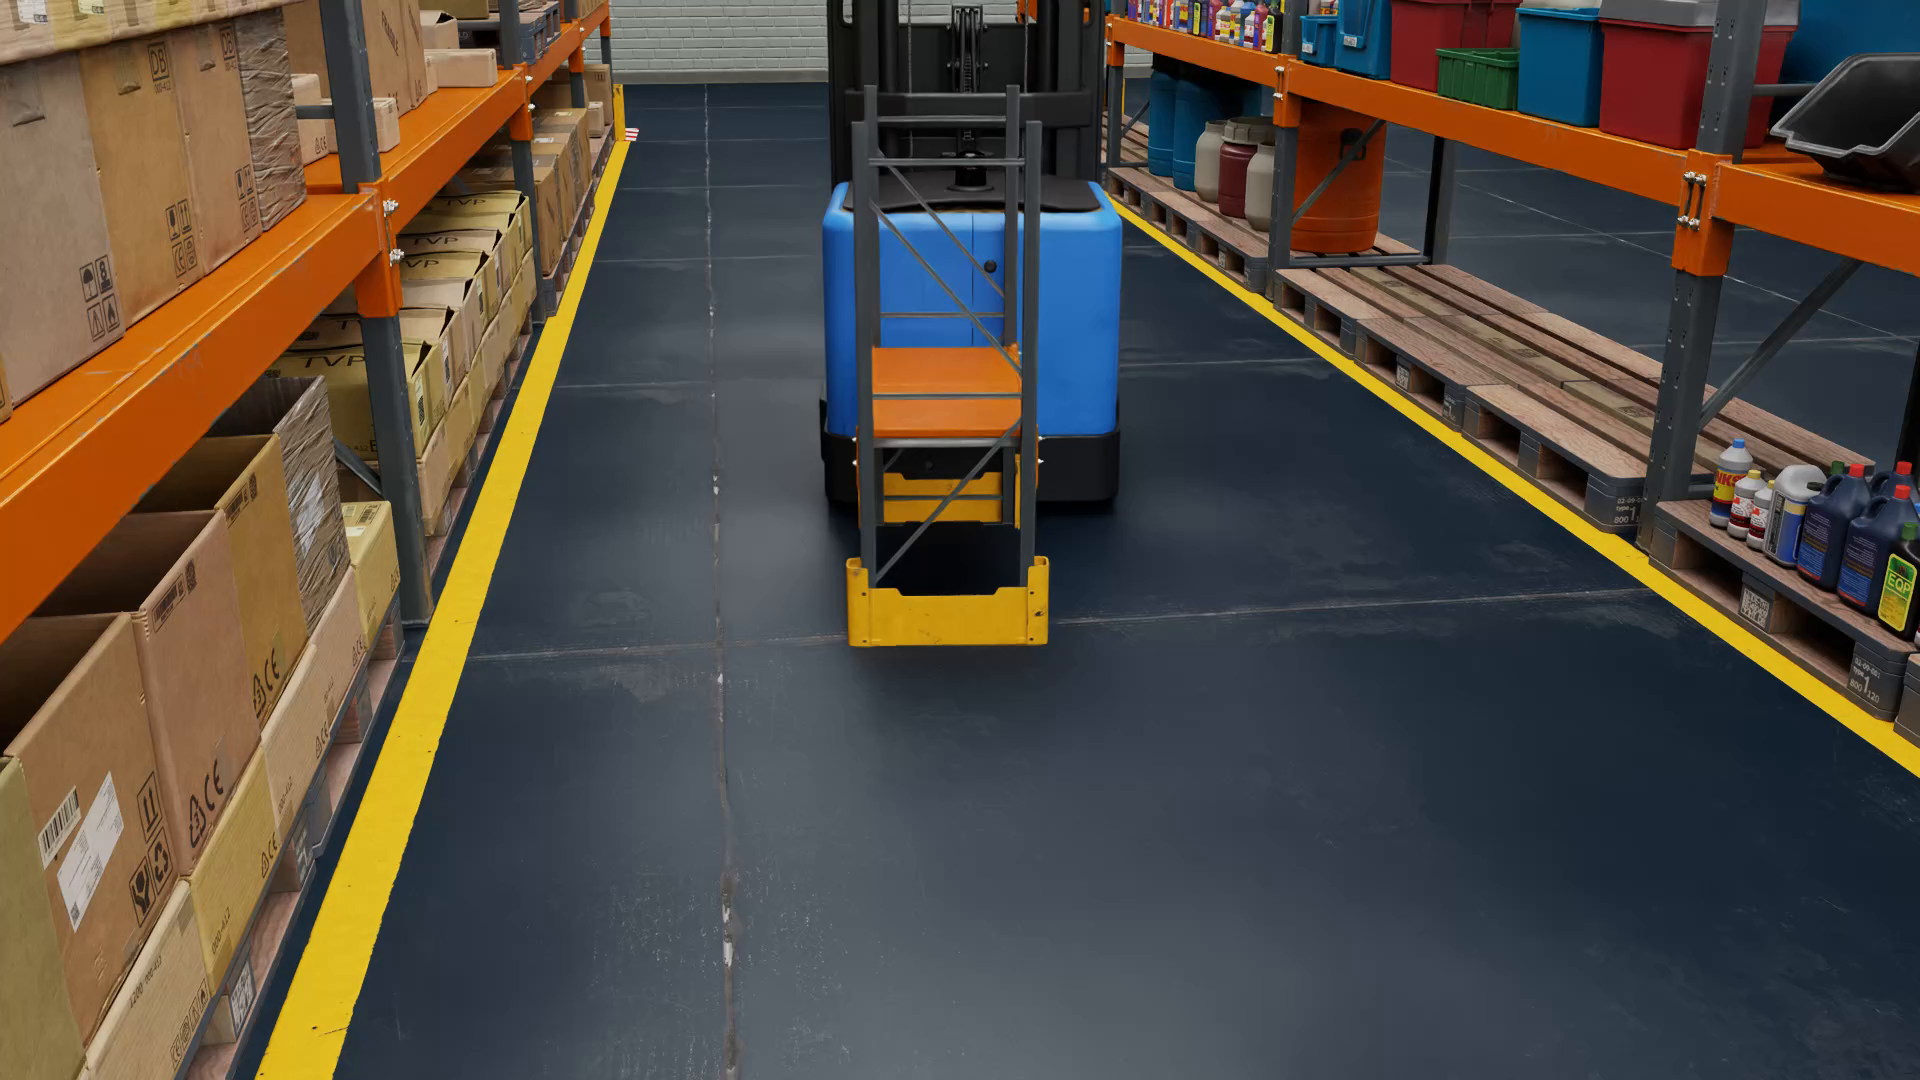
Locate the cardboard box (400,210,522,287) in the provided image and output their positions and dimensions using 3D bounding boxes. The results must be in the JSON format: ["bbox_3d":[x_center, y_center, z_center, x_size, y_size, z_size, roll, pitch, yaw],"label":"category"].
[{"bbox_3d":[-2.281,-1.346,7.561,0.500,0.311,0.500,-3,21,-9],"label":"cardboard box"}]

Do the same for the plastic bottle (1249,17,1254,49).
[{"bbox_3d":[1.708,-2.918,9.525,0.097,0.201,0.097,0,20,0],"label":"plastic bottle"}]

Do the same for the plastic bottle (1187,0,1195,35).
[{"bbox_3d":[1.548,-3.430,10.684,0.144,0.351,0.185,-3,21,-8],"label":"plastic bottle"}]

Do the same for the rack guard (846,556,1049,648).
[{"bbox_3d":[-0.036,0.181,4.874,0.587,0.250,0.087,0,20,-1],"label":"rack guard"}]

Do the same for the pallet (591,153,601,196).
[{"bbox_3d":[-3.356,-2.839,13.017,1.003,0.211,1.213,-3,21,-8],"label":"pallet"}]

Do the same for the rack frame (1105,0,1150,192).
[{"bbox_3d":[1.644,-4.157,12.558,1.000,3.000,0.127,-3,21,-8],"label":"rack frame"}]

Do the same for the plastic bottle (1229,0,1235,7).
[{"bbox_3d":[1.691,-3.303,10.438,0.061,0.283,0.133,-3,21,-8],"label":"plastic bottle"}]

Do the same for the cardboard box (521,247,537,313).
[{"bbox_3d":[-2.365,-1.262,8.137,0.500,0.250,0.500,-2,21,-6],"label":"cardboard box"}]

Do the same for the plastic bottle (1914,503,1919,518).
[{"bbox_3d":[2.643,0.030,4.620,0.097,0.271,0.097,0,20,0],"label":"plastic bottle"}]

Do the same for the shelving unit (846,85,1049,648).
[{"bbox_3d":[-0.047,-0.579,5.122,0.587,1.500,1.083,0,20,-1],"label":"shelving unit"}]

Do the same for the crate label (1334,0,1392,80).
[{"bbox_3d":[2.096,-2.431,7.886,0.502,0.435,0.616,-3,21,-8],"label":"crate label"}]

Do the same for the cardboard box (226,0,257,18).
[{"bbox_3d":[-1.780,-1.229,3.650,0.380,0.149,0.250,-4,21,-9],"label":"cardboard box"}]

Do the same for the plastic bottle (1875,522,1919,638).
[{"bbox_3d":[2.512,0.105,4.402,0.061,0.283,0.133,-2,21,-5],"label":"plastic bottle"}]

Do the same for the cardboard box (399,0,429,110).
[{"bbox_3d":[-2.424,-1.990,6.614,0.500,0.500,0.500,-4,21,-11],"label":"cardboard box"}]

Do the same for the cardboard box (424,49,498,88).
[{"bbox_3d":[-2.279,-2.108,7.432,0.380,0.149,0.250,-3,21,-8],"label":"cardboard box"}]

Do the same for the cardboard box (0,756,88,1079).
[{"bbox_3d":[-1.460,0.617,2.035,0.500,0.500,0.500,-3,21,-8],"label":"cardboard box"}]

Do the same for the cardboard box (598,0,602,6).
[{"bbox_3d":[-3.356,-4.846,14.261,0.500,0.500,0.500,-3,21,-7],"label":"cardboard box"}]

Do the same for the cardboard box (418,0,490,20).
[{"bbox_3d":[-2.884,-2.979,8.662,0.700,0.500,0.500,-10,23,-26],"label":"cardboard box"}]

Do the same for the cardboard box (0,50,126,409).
[{"bbox_3d":[-1.809,-0.498,2.620,0.700,0.500,0.500,-2,21,-6],"label":"cardboard box"}]

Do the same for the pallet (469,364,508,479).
[{"bbox_3d":[-2.429,-0.508,6.776,1.003,0.211,1.213,-3,21,-8],"label":"pallet"}]

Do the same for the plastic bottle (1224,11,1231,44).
[{"bbox_3d":[1.638,-3.086,9.977,0.097,0.201,0.097,0,20,0],"label":"plastic bottle"}]

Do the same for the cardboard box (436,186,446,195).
[{"bbox_3d":[-3.049,-1.870,9.380,0.500,0.500,0.500,-2,21,-6],"label":"cardboard box"}]

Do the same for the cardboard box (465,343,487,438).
[{"bbox_3d":[-2.068,-0.555,6.245,0.500,0.250,0.500,-4,21,-9],"label":"cardboard box"}]

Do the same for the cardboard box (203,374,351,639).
[{"bbox_3d":[-1.762,-0.075,3.887,0.500,0.500,0.500,-3,21,-8],"label":"cardboard box"}]

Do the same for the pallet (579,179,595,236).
[{"bbox_3d":[-3.104,-2.322,11.632,1.003,0.211,1.213,-3,21,-8],"label":"pallet"}]

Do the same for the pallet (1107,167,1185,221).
[{"bbox_3d":[1.714,-2.581,12.325,1.003,0.211,1.213,-3,21,-8],"label":"pallet"}]

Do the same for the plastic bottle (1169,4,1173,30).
[{"bbox_3d":[1.457,-3.522,11.143,0.097,0.201,0.097,0,20,0],"label":"plastic bottle"}]

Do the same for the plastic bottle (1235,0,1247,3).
[{"bbox_3d":[1.984,-3.760,11.568,0.144,0.351,0.185,-3,21,-8],"label":"plastic bottle"}]

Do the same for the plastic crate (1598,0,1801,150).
[{"bbox_3d":[2.424,-1.569,5.538,0.402,0.464,0.583,-3,21,-8],"label":"plastic crate"}]

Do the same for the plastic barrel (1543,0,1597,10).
[{"bbox_3d":[2.708,-2.197,7.116,0.433,0.535,0.433,0,20,0],"label":"plastic barrel"}]

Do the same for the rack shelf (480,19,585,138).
[{"bbox_3d":[-2.970,-2.879,10.164,1.077,0.370,4.000,-3,21,-8],"label":"rack shelf"}]

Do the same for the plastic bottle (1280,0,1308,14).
[{"bbox_3d":[2.128,-3.396,10.592,0.144,0.351,0.185,-3,21,-8],"label":"plastic bottle"}]

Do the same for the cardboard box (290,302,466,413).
[{"bbox_3d":[-1.985,-0.639,5.667,0.500,0.311,0.500,-3,21,-8],"label":"cardboard box"}]

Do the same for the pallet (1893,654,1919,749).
[{"bbox_3d":[3.032,0.578,3.868,1.003,0.211,1.213,-3,21,-8],"label":"pallet"}]

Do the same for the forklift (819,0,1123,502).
[{"bbox_3d":[0.019,-1.970,6.802,1.130,2.935,3.031,0,20,-1],"label":"forklift"}]

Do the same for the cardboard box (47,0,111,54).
[{"bbox_3d":[-1.631,-0.874,2.699,0.380,0.149,0.250,-2,21,-6],"label":"cardboard box"}]

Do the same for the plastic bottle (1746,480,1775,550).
[{"bbox_3d":[2.438,-0.079,5.011,0.097,0.201,0.097,0,20,0],"label":"plastic bottle"}]

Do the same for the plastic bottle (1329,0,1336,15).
[{"bbox_3d":[2.356,-3.286,10.392,0.061,0.283,0.133,-3,21,-8],"label":"plastic bottle"}]

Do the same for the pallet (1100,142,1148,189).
[{"bbox_3d":[1.499,-3.103,13.722,1.003,0.211,1.213,-3,21,-8],"label":"pallet"}]

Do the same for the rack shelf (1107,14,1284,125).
[{"bbox_3d":[1.932,-3.127,10.830,1.077,0.370,4.000,-3,21,-8],"label":"rack shelf"}]

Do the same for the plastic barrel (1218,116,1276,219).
[{"bbox_3d":[1.970,-2.398,10.696,0.600,0.588,0.708,-3,21,-8],"label":"plastic barrel"}]

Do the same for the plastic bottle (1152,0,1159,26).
[{"bbox_3d":[1.390,-3.682,11.572,0.097,0.201,0.097,0,20,0],"label":"plastic bottle"}]

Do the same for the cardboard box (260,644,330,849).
[{"bbox_3d":[-1.673,0.449,3.557,0.500,0.250,0.500,-3,21,-8],"label":"cardboard box"}]

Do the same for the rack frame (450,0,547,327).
[{"bbox_3d":[-2.682,-2.523,8.185,1.000,3.000,0.127,-3,21,-8],"label":"rack frame"}]

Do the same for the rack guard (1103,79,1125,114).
[{"bbox_3d":[1.051,-4.378,16.724,1.175,0.500,0.348,-3,21,-8],"label":"rack guard"}]

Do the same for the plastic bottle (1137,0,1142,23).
[{"bbox_3d":[1.328,-3.830,11.967,0.097,0.201,0.097,0,20,0],"label":"plastic bottle"}]

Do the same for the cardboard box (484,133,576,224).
[{"bbox_3d":[-2.693,-2.266,10.439,0.500,0.500,0.500,-4,21,-10],"label":"cardboard box"}]

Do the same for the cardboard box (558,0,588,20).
[{"bbox_3d":[-3.062,-4.145,12.384,0.500,0.500,0.500,-2,21,-6],"label":"cardboard box"}]
